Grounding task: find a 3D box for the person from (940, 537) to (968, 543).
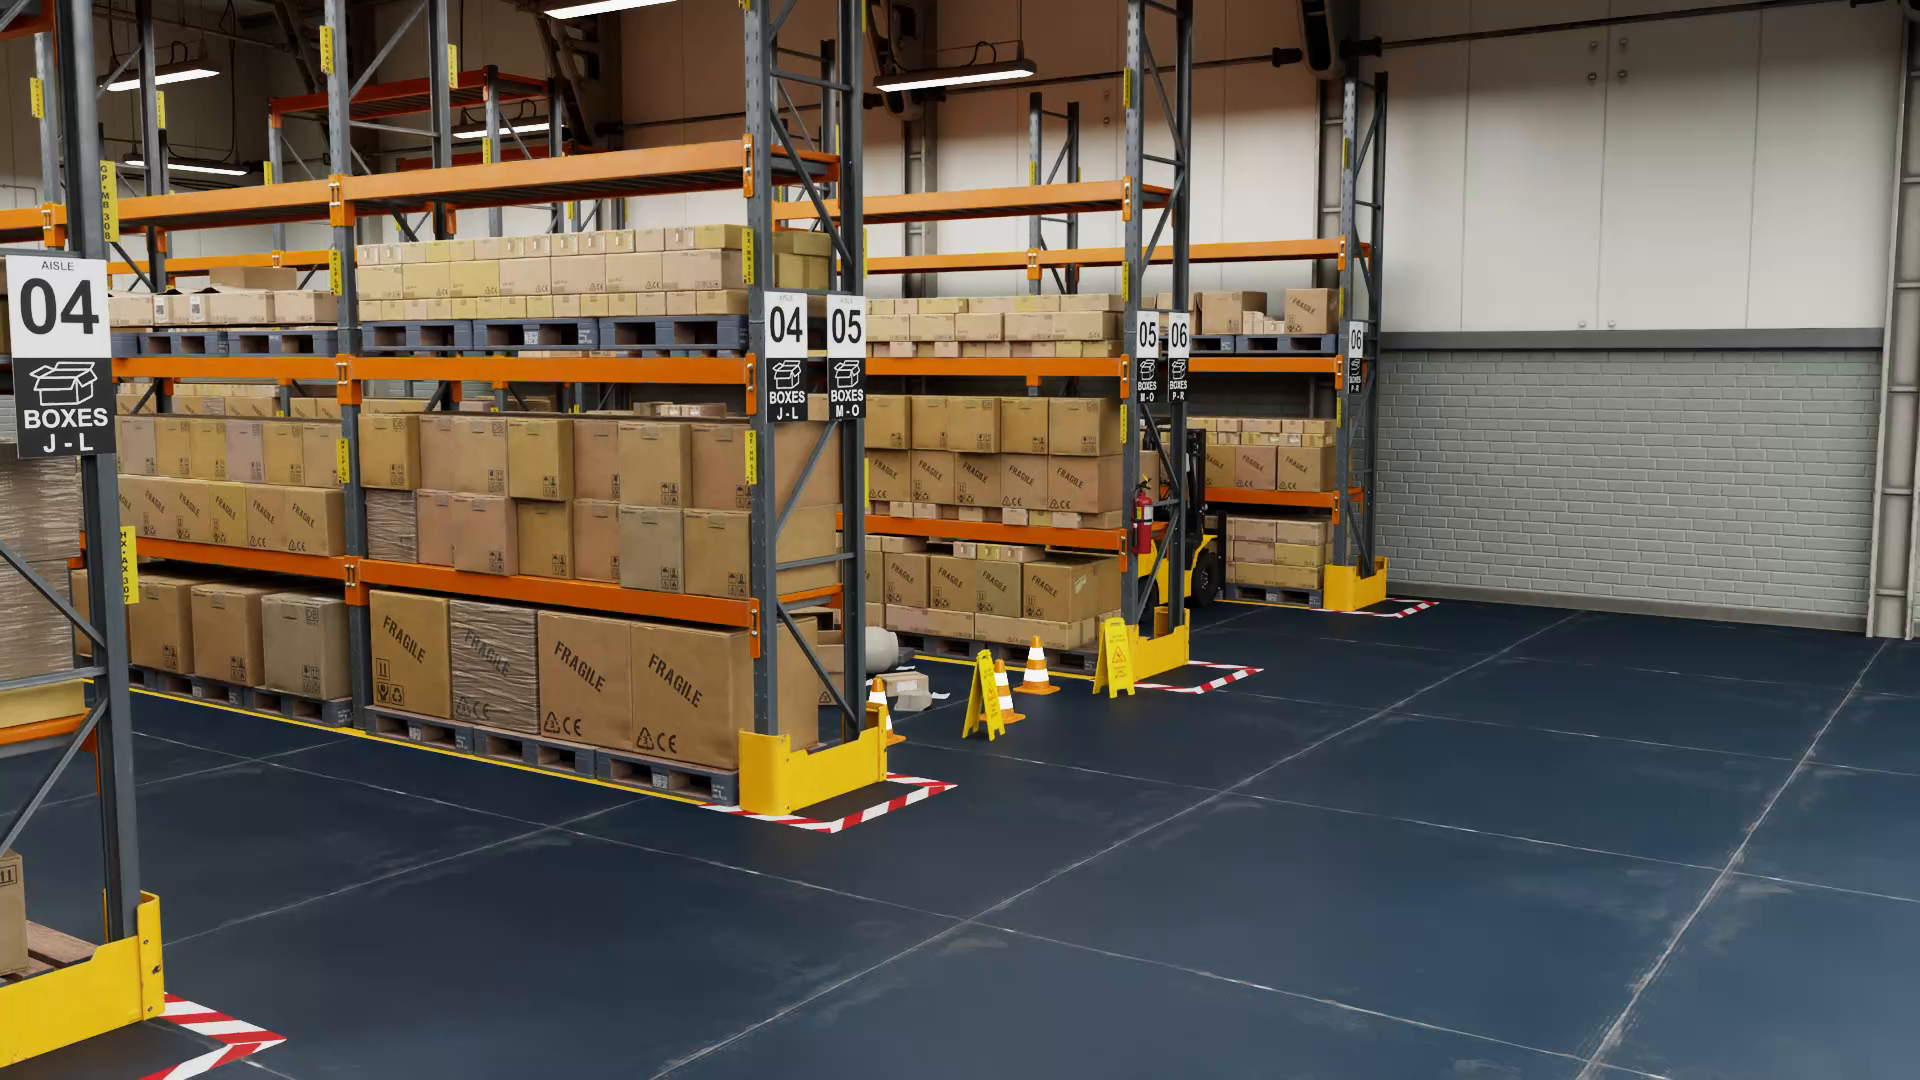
[{"bbox_3d":[-0.043,-0.052,18.278,0.538,1.731,0.392,4,8,35],"label":"person"}]
